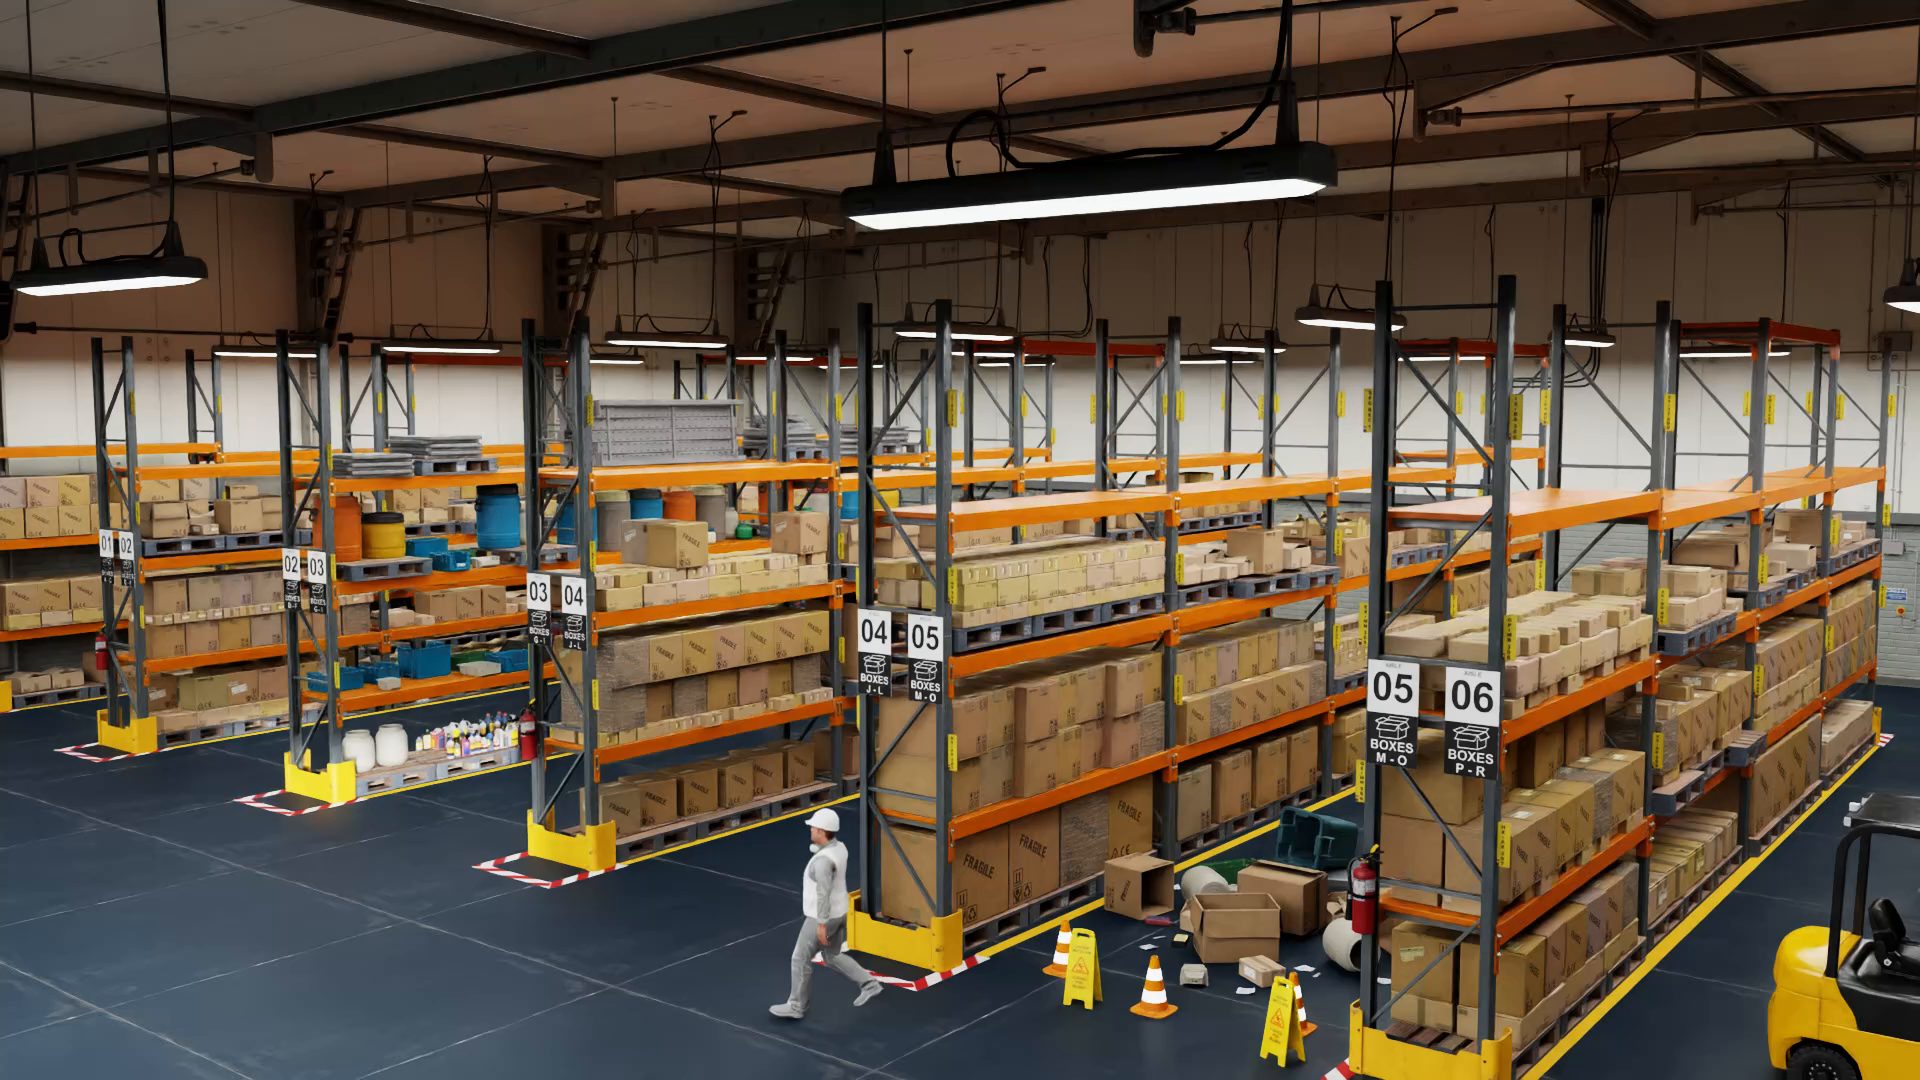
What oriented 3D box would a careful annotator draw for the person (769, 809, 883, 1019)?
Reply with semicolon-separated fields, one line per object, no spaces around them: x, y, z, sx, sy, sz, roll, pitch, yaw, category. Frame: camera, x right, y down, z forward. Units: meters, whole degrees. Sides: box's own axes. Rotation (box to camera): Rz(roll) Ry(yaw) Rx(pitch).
-1.106;3.095;13.806;0.925;1.745;0.556;1;5;13;person
